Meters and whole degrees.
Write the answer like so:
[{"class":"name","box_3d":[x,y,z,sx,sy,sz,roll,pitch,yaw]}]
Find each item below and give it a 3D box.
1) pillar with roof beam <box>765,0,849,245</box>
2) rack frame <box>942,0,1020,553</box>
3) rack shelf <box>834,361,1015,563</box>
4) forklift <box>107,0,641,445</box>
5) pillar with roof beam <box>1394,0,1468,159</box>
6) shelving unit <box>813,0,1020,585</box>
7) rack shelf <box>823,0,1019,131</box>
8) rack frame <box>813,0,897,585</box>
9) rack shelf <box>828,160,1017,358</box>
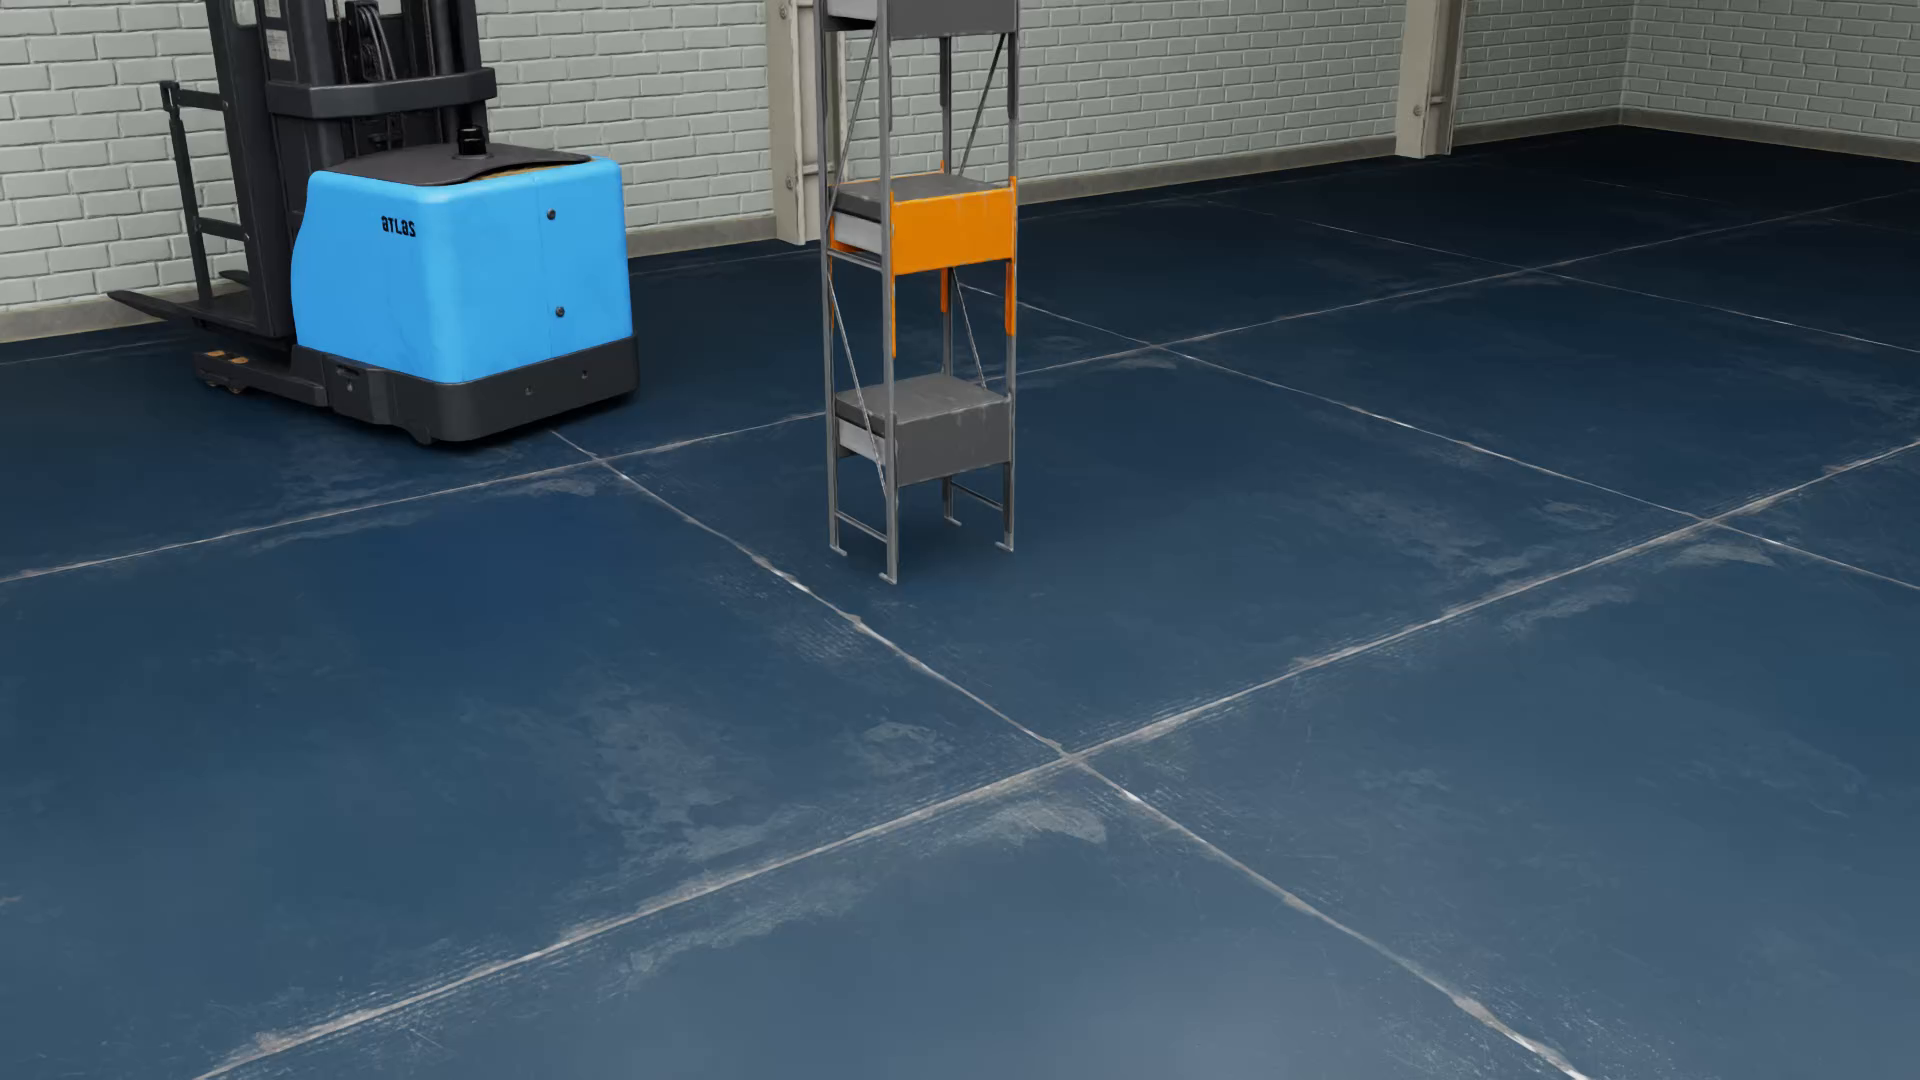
[{"class":"pillar with roof beam","box_3d":[1.554,-4.854,5.918,0.400,9.000,9.100,-15,26,-33]},{"class":"rack frame","box_3d":[0.064,-0.992,5.550,0.015,2.100,0.400,-15,26,-33]},{"class":"rack shelf","box_3d":[-0.134,-0.277,5.682,0.480,0.518,0.431,-15,26,-33]},{"class":"forklift","box_3d":[-2.910,-2.166,7.369,3.031,2.935,1.130,15,26,34]},{"class":"pillar with roof beam","box_3d":[6.424,-6.152,9.173,0.400,9.000,9.100,-15,26,-33]},{"class":"shelving unit","box_3d":[-0.134,-0.939,5.417,0.503,2.100,0.431,-15,26,-33]},{"class":"rack shelf","box_3d":[-0.134,-1.577,5.163,0.480,0.518,0.431,-15,26,-33]},{"class":"rack frame","box_3d":[-0.332,-0.887,5.285,0.015,2.100,0.400,-15,26,-33]},{"class":"rack shelf","box_3d":[-0.134,-0.927,5.422,0.480,0.518,0.431,-15,26,-33]}]
